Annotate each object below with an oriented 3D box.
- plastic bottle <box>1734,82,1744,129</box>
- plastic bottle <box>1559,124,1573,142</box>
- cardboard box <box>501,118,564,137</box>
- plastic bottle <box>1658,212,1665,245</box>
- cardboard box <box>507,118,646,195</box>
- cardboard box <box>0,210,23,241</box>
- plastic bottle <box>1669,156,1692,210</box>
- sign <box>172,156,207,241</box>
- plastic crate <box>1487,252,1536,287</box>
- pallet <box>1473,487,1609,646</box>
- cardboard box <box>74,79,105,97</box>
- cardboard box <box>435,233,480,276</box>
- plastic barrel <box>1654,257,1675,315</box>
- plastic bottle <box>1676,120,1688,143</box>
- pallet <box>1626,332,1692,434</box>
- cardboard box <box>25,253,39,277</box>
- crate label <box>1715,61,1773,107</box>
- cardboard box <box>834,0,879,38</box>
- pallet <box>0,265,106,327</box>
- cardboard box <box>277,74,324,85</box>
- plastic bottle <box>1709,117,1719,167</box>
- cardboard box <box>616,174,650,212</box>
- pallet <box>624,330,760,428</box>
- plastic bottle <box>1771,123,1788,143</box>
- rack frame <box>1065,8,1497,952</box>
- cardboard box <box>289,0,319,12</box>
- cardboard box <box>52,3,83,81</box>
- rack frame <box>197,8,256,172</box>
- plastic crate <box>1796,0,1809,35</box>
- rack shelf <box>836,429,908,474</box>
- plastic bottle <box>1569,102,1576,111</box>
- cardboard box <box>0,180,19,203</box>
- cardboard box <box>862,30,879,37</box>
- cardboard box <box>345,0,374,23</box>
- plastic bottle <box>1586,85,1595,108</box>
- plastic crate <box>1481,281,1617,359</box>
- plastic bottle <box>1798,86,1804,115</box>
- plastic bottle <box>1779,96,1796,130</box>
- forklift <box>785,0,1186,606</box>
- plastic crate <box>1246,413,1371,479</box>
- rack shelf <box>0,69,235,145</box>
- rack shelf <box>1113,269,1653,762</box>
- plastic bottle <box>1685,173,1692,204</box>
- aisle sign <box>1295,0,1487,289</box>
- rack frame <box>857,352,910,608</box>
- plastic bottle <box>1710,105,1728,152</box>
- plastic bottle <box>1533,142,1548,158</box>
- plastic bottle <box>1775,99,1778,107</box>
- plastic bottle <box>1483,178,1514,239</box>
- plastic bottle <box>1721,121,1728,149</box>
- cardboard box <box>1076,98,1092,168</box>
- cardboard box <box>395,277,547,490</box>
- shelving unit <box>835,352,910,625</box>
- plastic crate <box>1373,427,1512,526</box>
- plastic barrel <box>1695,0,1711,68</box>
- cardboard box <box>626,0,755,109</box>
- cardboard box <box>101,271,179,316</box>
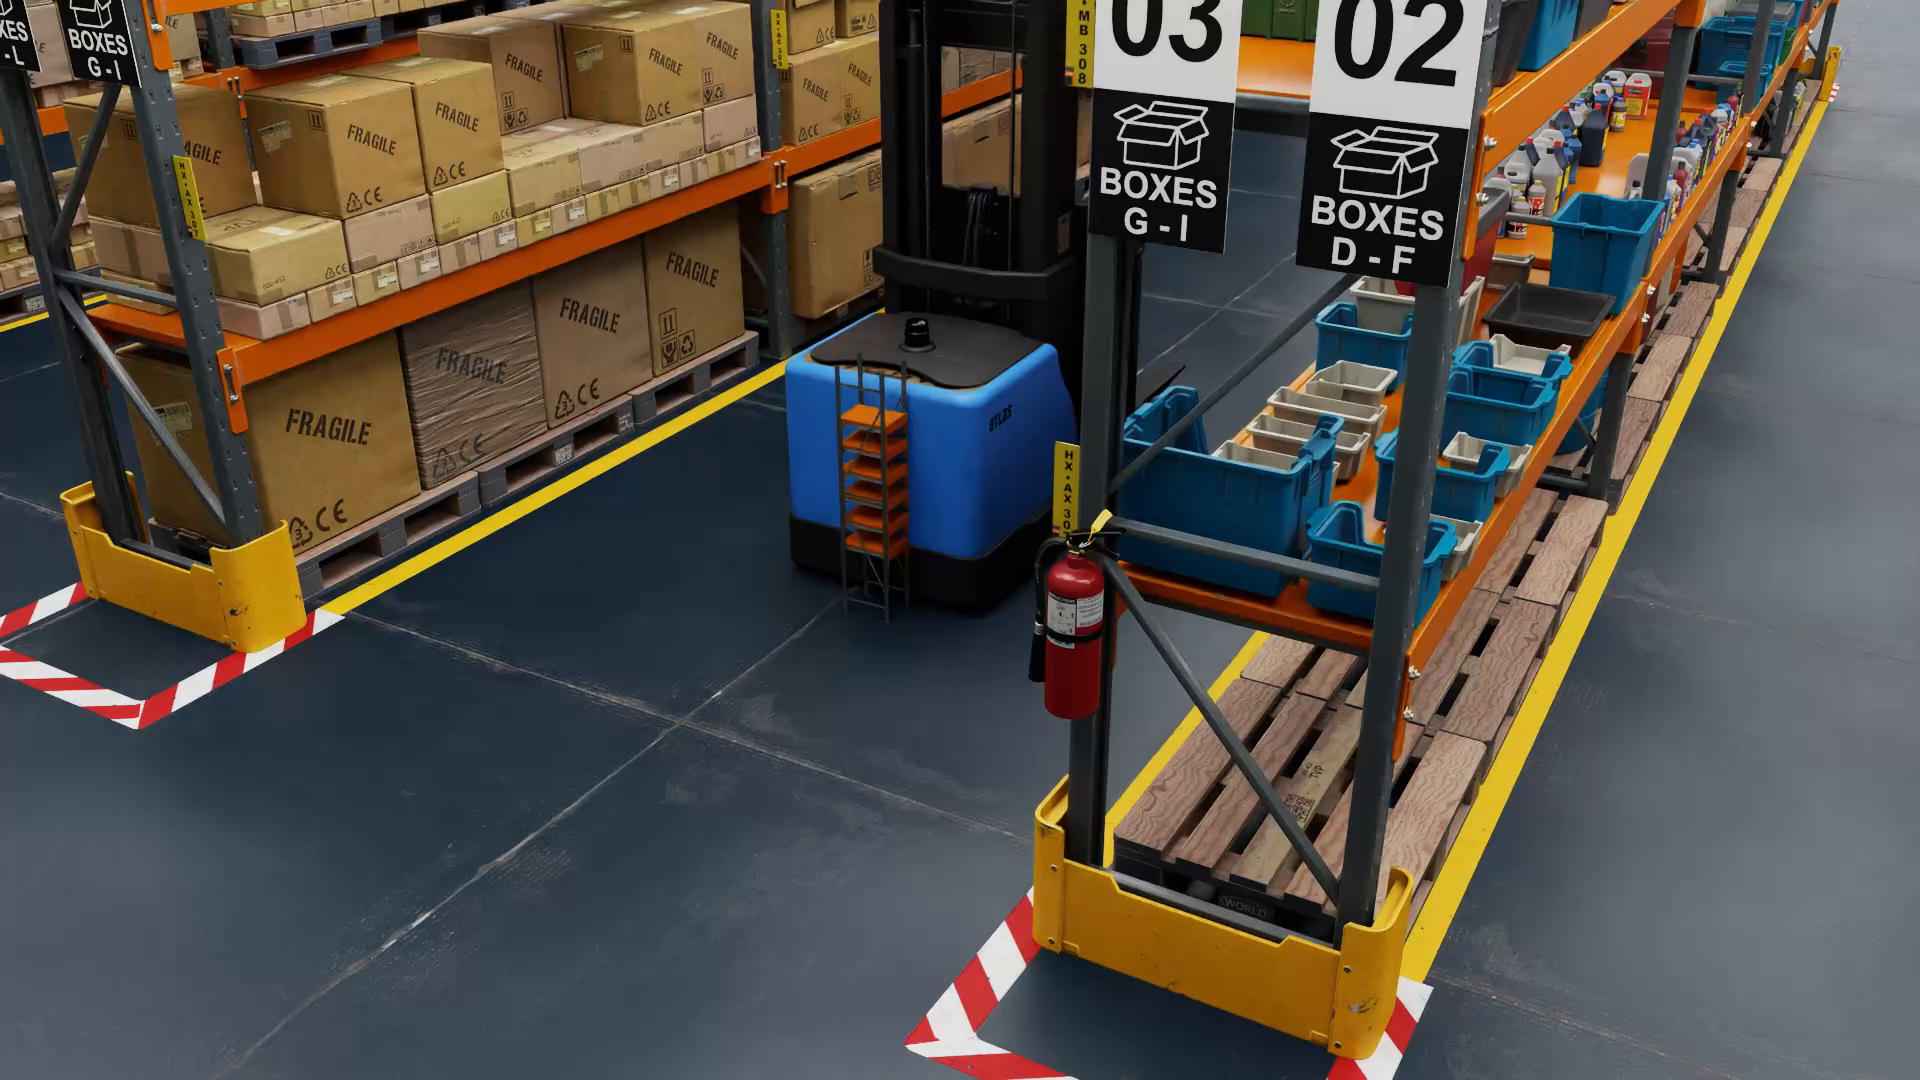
[{"bbox_3d":[4.921,-2.763,10.550,0.061,0.283,0.133,14,30,26],"label":"plastic bottle"},{"bbox_3d":[3.454,-2.247,9.532,0.097,0.271,0.097,0,27,0],"label":"plastic bottle"},{"bbox_3d":[-2.489,-2.144,9.017,0.500,0.250,0.500,15,30,27],"label":"cardboard box"},{"bbox_3d":[3.440,-1.569,8.256,0.097,0.201,0.097,0,27,0],"label":"plastic bottle"},{"bbox_3d":[-2.023,-2.034,8.797,0.500,0.250,0.500,15,30,27],"label":"cardboard box"},{"bbox_3d":[-6.543,-2.116,11.178,0.380,0.149,0.250,14,30,26],"label":"cardboard box"},{"bbox_3d":[3.796,-1.910,8.854,0.152,0.276,0.135,14,30,26],"label":"plastic bottle"},{"bbox_3d":[-3.019,-1.338,6.517,0.100,0.325,0.005,14,30,26],"label":"sign"},{"bbox_3d":[2.428,-1.267,7.658,0.396,0.136,0.243,14,30,26],"label":"plastic crate"},{"bbox_3d":[2.453,0.034,7.947,1.003,0.211,1.213,14,30,26],"label":"pallet"},{"bbox_3d":[-6.138,-3.155,11.482,0.380,0.149,0.250,13,30,25],"label":"cardboard box"},{"bbox_3d":[-2.533,-1.394,7.965,0.380,0.149,0.250,14,30,25],"label":"cardboard box"},{"bbox_3d":[4.323,-1.708,10.622,0.421,0.512,0.421,0,27,0],"label":"plastic barrel"},{"bbox_3d":[4.143,-2.278,9.580,0.061,0.283,0.133,14,30,26],"label":"plastic bottle"},{"bbox_3d":[3.796,-1.030,10.072,1.003,0.211,1.213,14,30,26],"label":"pallet"},{"bbox_3d":[-6.392,-1.926,11.461,0.380,0.149,0.250,15,30,27],"label":"cardboard box"},{"bbox_3d":[5.283,-3.074,11.227,0.303,0.233,0.416,14,30,26],"label":"crate label"},{"bbox_3d":[-0.876,-3.608,10.874,0.797,0.503,0.637,15,30,27],"label":"cardboard box"},{"bbox_3d":[-6.698,-1.737,11.484,1.003,0.211,1.213,14,30,26],"label":"pallet"},{"bbox_3d":[-5.389,-3.679,13.735,0.500,0.250,0.500,16,31,28],"label":"cardboard box"},{"bbox_3d":[4.359,-2.318,9.660,0.061,0.283,0.133,14,30,26],"label":"plastic bottle"},{"bbox_3d":[-1.902,-1.895,8.964,0.380,0.149,0.250,15,30,27],"label":"cardboard box"},{"bbox_3d":[-1.973,-1.073,10.158,1.003,0.211,1.213,14,30,26],"label":"pallet"},{"bbox_3d":[7.255,-3.630,14.708,0.097,0.271,0.097,0,27,0],"label":"plastic bottle"},{"bbox_3d":[0.813,0.051,4.798,1.000,3.000,0.127,14,30,26],"label":"rack frame"},{"bbox_3d":[-5.080,-4.093,12.554,0.380,0.149,0.250,14,30,25],"label":"cardboard box"},{"bbox_3d":[-6.048,-3.456,11.358,0.500,0.500,0.500,13,30,25],"label":"cardboard box"},{"bbox_3d":[-5.800,-3.731,12.352,1.000,3.000,0.127,14,30,26],"label":"rack frame"},{"bbox_3d":[6.745,-4.399,13.615,0.402,0.464,0.583,14,30,26],"label":"plastic crate"},{"bbox_3d":[-0.381,-0.391,7.254,0.258,0.103,0.180,13,30,25],"label":"rack shelf"},{"bbox_3d":[3.647,-2.477,9.978,0.061,0.283,0.133,14,30,26],"label":"plastic bottle"},{"bbox_3d":[-6.723,-2.429,11.803,0.380,0.149,0.250,15,30,27],"label":"cardboard box"},{"bbox_3d":[-0.594,-3.159,11.098,0.500,0.500,0.500,13,30,25],"label":"cardboard box"},{"bbox_3d":[-4.823,-4.162,13.025,0.380,0.149,0.250,15,30,27],"label":"cardboard box"},{"bbox_3d":[3.921,-2.695,10.413,0.061,0.283,0.133,14,30,26],"label":"plastic bottle"},{"bbox_3d":[2.464,-0.917,6.971,0.437,0.125,0.590,14,30,26],"label":"plastic crate"},{"bbox_3d":[7.947,-4.205,15.851,0.152,0.276,0.135,13,30,25],"label":"plastic bottle"},{"bbox_3d":[7.568,-3.935,15.228,0.144,0.351,0.185,13,29,24],"label":"plastic bottle"},{"bbox_3d":[0.332,-1.638,8.248,1.130,2.935,3.031,13,30,25],"label":"forklift"},{"bbox_3d":[1.212,-0.326,5.777,0.396,0.136,0.243,14,30,26],"label":"plastic crate"},{"bbox_3d":[-6.783,-2.630,10.956,1.077,0.370,4.000,14,30,26],"label":"rack shelf"},{"bbox_3d":[1.797,-0.407,6.516,1.077,0.370,4.000,14,30,26],"label":"rack shelf"},{"bbox_3d":[3.877,-1.916,8.949,0.097,0.201,0.097,0,27,0],"label":"plastic bottle"},{"bbox_3d":[1.037,-1.018,4.029,0.394,0.787,0.004,14,30,26],"label":"aisle sign"},{"bbox_3d":[-0.338,-0.252,7.414,0.240,1.200,0.006,13,30,25],"label":"rack frame"},{"bbox_3d":[4.544,-2.475,9.988,0.097,0.271,0.097,0,27,0],"label":"plastic bottle"},{"bbox_3d":[3.121,-2.017,9.066,0.152,0.276,0.135,14,30,26],"label":"plastic bottle"},{"bbox_3d":[7.441,-3.909,15.265,0.097,0.271,0.097,0,27,0],"label":"plastic bottle"},{"bbox_3d":[2.694,-1.678,8.389,0.152,0.276,0.135,14,30,26],"label":"plastic bottle"},{"bbox_3d":[4.592,-2.482,10.079,0.097,0.201,0.097,0,27,0],"label":"plastic bottle"},{"bbox_3d":[0.749,-3.502,14.197,0.700,0.500,0.500,13,29,23],"label":"cardboard box"},{"bbox_3d":[-2.806,-0.900,8.600,0.875,0.875,0.875,14,30,26],"label":"cardboard box"},{"bbox_3d":[-0.381,-0.216,7.342,0.258,1.200,0.189,13,30,25],"label":"shelving unit"},{"bbox_3d":[1.545,-0.182,5.382,0.416,0.233,0.300,14,30,26],"label":"plastic crate"},{"bbox_3d":[5.276,-3.729,12.224,0.421,0.512,0.421,0,27,0],"label":"plastic barrel"},{"bbox_3d":[-1.524,-2.762,9.415,0.500,0.500,0.500,15,30,28],"label":"cardboard box"},{"bbox_3d":[-3.610,-1.139,7.455,0.380,0.149,0.250,15,30,27],"label":"cardboard box"}]
